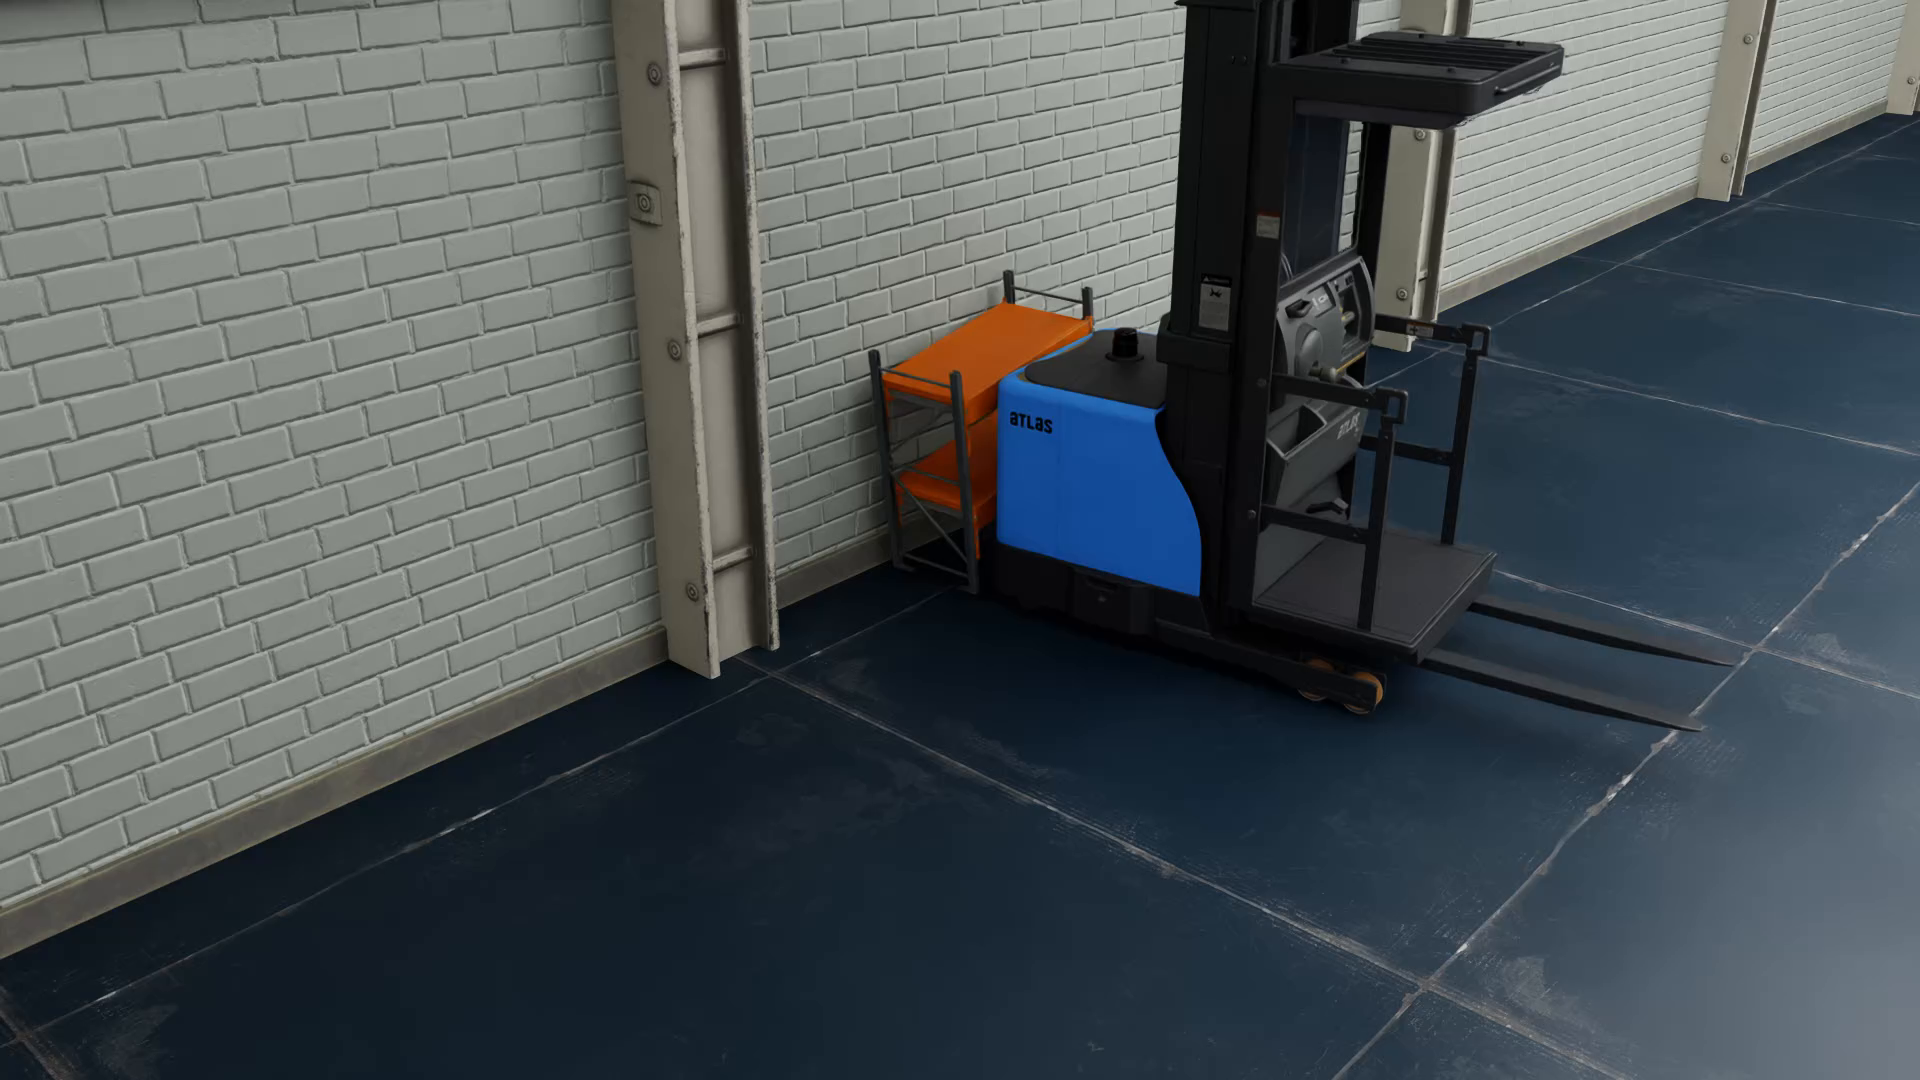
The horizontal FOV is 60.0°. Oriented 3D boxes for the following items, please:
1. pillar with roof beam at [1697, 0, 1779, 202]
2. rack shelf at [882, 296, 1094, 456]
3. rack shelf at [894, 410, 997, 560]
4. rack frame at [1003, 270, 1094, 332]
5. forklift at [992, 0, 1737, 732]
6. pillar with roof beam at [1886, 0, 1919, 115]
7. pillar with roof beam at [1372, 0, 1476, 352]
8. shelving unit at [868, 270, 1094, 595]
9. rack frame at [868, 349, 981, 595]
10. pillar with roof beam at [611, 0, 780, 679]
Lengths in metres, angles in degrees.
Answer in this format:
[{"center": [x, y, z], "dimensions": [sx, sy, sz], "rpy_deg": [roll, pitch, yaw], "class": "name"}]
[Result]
[{"center": [10.190, -6.106, 10.870], "dimensions": [9.100, 9.000, 0.400], "rpy_deg": [20, 31, 38], "class": "pillar with roof beam"}, {"center": [0.128, -0.777, 7.708], "dimensions": [0.538, 0.278, 1.000], "rpy_deg": [18, 38, 33], "class": "rack shelf"}, {"center": [0.170, -0.319, 7.985], "dimensions": [0.538, 0.278, 1.000], "rpy_deg": [18, 38, 33], "class": "rack shelf"}, {"center": [0.458, -0.758, 8.192], "dimensions": [0.500, 1.125, 0.032], "rpy_deg": [18, 38, 33], "class": "rack frame"}, {"center": [1.658, -0.886, 6.643], "dimensions": [3.031, 2.935, 1.130], "rpy_deg": [15, 28, 30], "class": "forklift"}, {"center": [14.195, -7.934, 14.947], "dimensions": [9.100, 9.000, 0.400], "rpy_deg": [20, 31, 38], "class": "pillar with roof beam"}, {"center": [6.186, -4.278, 6.793], "dimensions": [9.100, 9.000, 0.400], "rpy_deg": [20, 31, 38], "class": "pillar with roof beam"}, {"center": [0.151, -0.528, 7.859], "dimensions": [0.538, 1.125, 1.048], "rpy_deg": [18, 38, 33], "class": "shelving unit"}, {"center": [-0.157, -0.297, 7.526], "dimensions": [0.500, 1.125, 0.032], "rpy_deg": [18, 38, 33], "class": "rack frame"}, {"center": [2.182, -2.450, 2.716], "dimensions": [9.100, 9.000, 0.400], "rpy_deg": [20, 31, 38], "class": "pillar with roof beam"}]
